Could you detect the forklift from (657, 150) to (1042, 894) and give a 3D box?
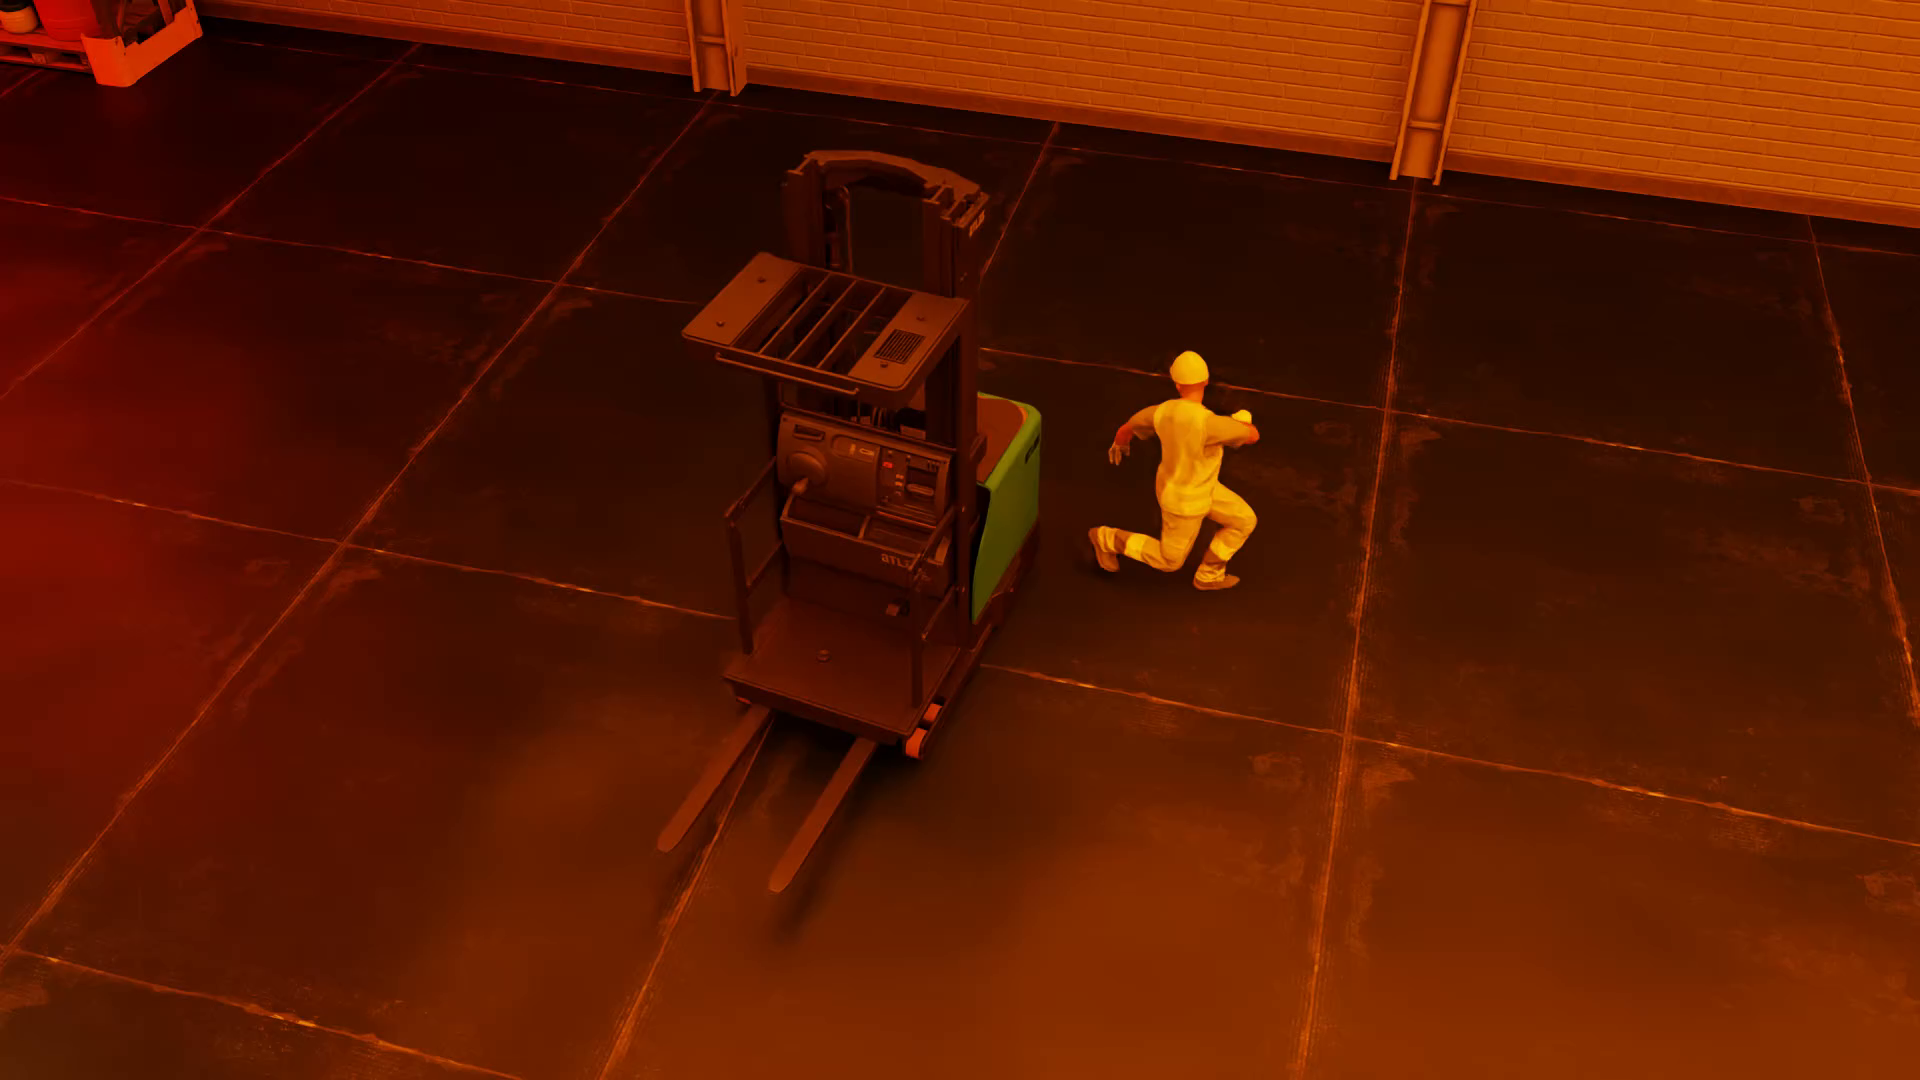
[{"bbox_3d":[-0.570,-0.272,8.171,1.130,2.935,3.031,16,44,17],"label":"forklift"}]

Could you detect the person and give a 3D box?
[{"bbox_3d":[1.224,-0.382,9.407,0.953,1.540,0.685,1,41,1],"label":"person"}]
